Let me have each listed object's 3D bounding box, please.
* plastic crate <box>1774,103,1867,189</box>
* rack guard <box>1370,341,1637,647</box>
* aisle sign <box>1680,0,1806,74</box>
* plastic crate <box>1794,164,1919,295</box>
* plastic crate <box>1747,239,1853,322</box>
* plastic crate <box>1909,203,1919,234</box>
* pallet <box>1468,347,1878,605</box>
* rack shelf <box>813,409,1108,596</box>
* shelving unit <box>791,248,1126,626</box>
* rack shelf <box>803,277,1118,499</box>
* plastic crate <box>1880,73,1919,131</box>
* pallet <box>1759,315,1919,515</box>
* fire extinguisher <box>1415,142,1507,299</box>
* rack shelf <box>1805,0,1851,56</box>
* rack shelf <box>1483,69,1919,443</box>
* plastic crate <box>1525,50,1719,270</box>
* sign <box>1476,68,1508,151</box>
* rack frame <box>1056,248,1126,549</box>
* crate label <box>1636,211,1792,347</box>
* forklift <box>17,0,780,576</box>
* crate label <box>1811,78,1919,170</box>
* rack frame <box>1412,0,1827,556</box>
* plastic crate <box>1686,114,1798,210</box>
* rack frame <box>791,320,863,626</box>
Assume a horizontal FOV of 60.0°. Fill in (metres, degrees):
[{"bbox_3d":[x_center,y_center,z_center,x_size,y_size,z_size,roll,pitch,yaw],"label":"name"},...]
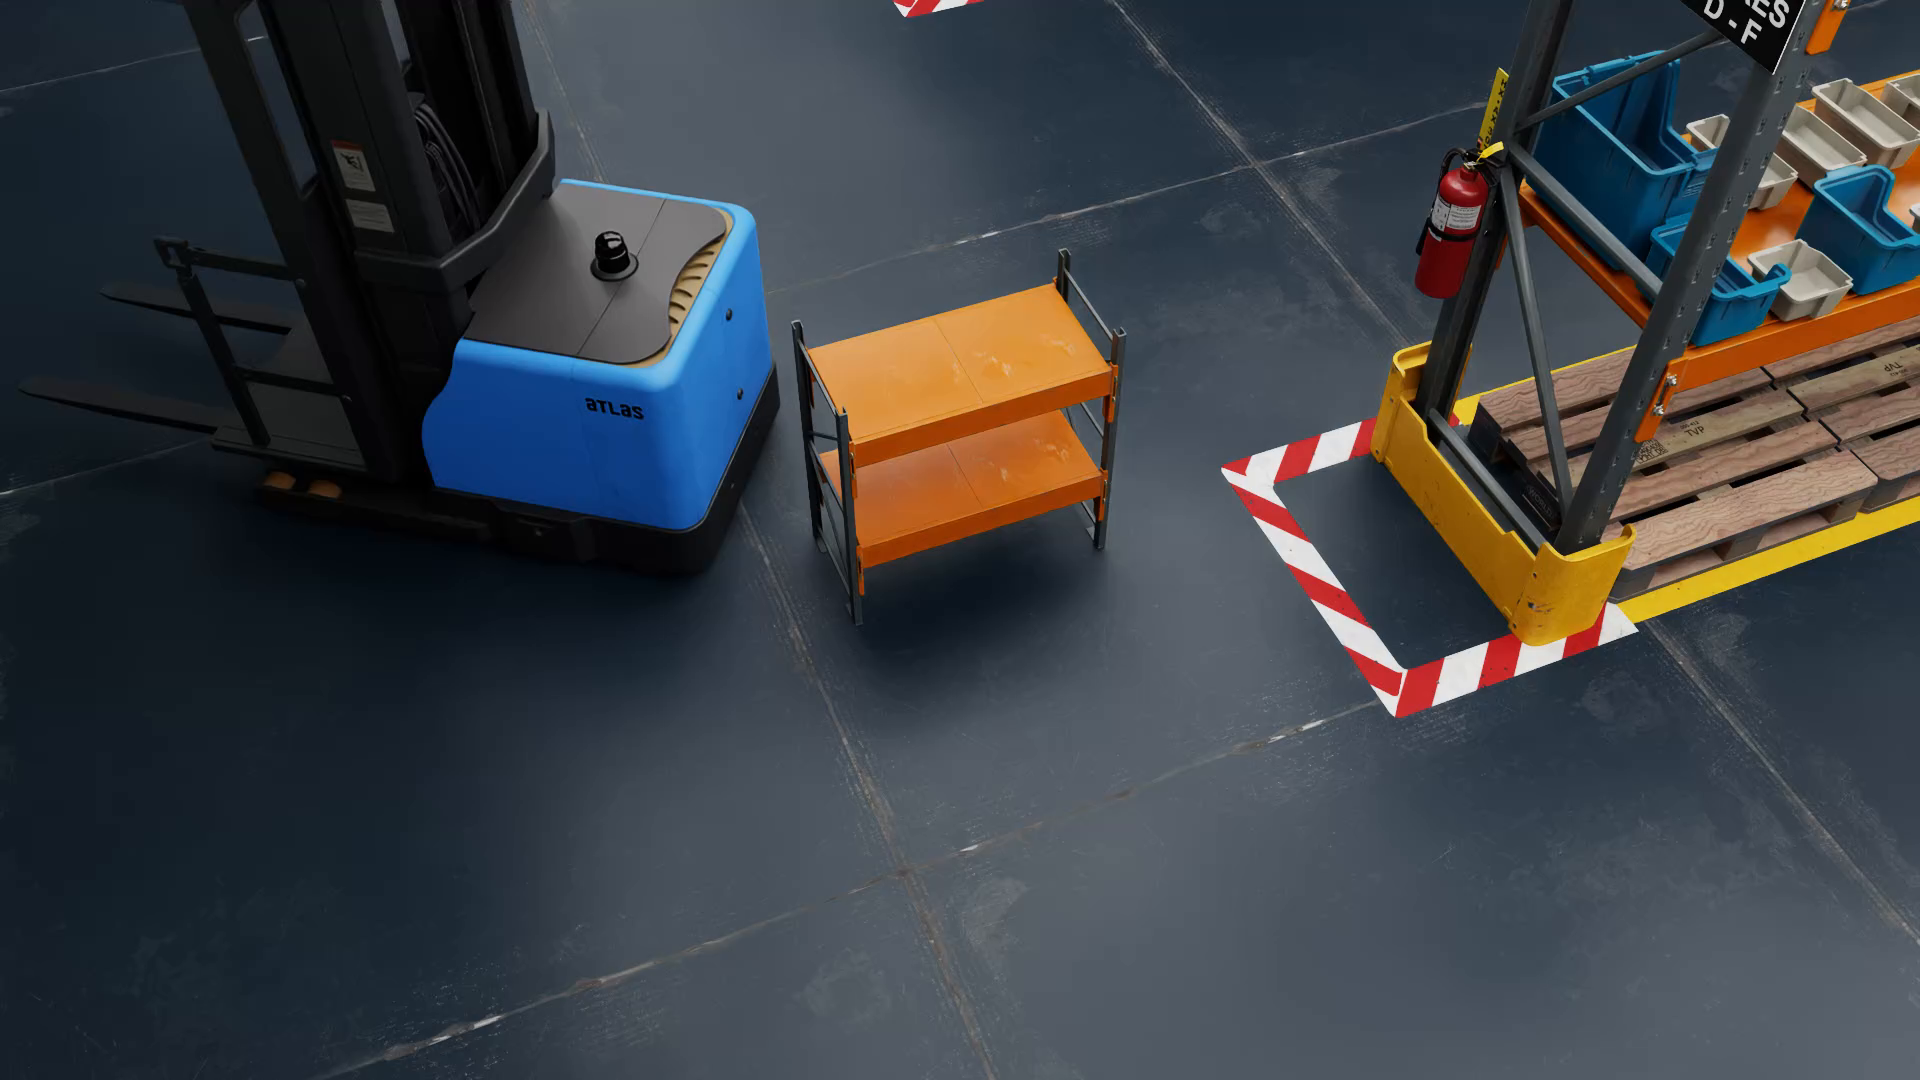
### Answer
[{"bbox_3d":[3.042,-1.405,5.955,0.243,0.136,0.396,-17,52,-14],"label":"plastic crate"},{"bbox_3d":[2.064,-0.207,6.439,0.348,0.500,1.175,-17,52,-14],"label":"rack guard"},{"bbox_3d":[2.127,-1.655,4.322,0.004,0.787,0.394,-17,52,-14],"label":"aisle sign"},{"bbox_3d":[3.044,-1.031,5.570,0.300,0.233,0.416,-17,52,-14],"label":"plastic crate"},{"bbox_3d":[2.763,-0.845,5.473,0.298,0.136,0.250,-17,52,-14],"label":"plastic crate"},{"bbox_3d":[3.391,-1.039,5.640,0.298,0.136,0.250,-17,52,-14],"label":"plastic crate"},{"bbox_3d":[2.860,-0.338,6.742,1.213,0.211,1.003,-17,52,-14],"label":"pallet"},{"bbox_3d":[-0.006,-0.205,6.348,1.000,0.278,0.538,-17,52,-14],"label":"rack shelf"},{"bbox_3d":[-0.006,-0.365,6.162,1.048,1.125,0.538,-17,52,-14],"label":"shelving unit"},{"bbox_3d":[-0.006,-0.555,5.940,1.000,0.278,0.538,-17,52,-14],"label":"rack shelf"},{"bbox_3d":[3.558,-1.600,6.122,0.250,0.136,0.298,-17,52,-14],"label":"plastic crate"},{"bbox_3d":[3.987,-0.686,7.040,1.213,0.211,1.003,-17,52,-14],"label":"pallet"},{"bbox_3d":[1.770,-1.167,5.912,0.183,0.674,0.296,-17,52,-14],"label":"fire extinguisher"},{"bbox_3d":[3.933,-2.354,5.132,4.000,0.370,1.077,-17,52,-14],"label":"rack shelf"},{"bbox_3d":[3.933,-1.377,6.270,4.000,0.370,1.077,-17,52,-14],"label":"rack shelf"},{"bbox_3d":[2.321,-1.296,5.664,0.499,0.435,0.616,-17,52,-14],"label":"plastic crate"},{"bbox_3d":[1.859,-1.473,5.771,0.005,0.325,0.100,-17,52,-14],"label":"sign"},{"bbox_3d":[0.464,-0.510,6.288,0.032,1.125,0.500,-17,52,-14],"label":"rack frame"},{"bbox_3d":[2.435,-0.842,5.408,0.303,0.233,0.416,-17,52,-14],"label":"crate label"},{"bbox_3d":[-2.328,-1.415,5.874,3.031,2.935,1.130,10,50,9],"label":"forklift"},{"bbox_3d":[3.290,-1.502,6.038,0.243,0.136,0.396,-17,52,-14],"label":"crate label"},{"bbox_3d":[2.082,-1.038,5.505,0.127,3.000,1.000,-17,52,-14],"label":"rack frame"},{"bbox_3d":[2.768,-1.332,5.892,0.243,0.136,0.396,-17,52,-14],"label":"plastic crate"},{"bbox_3d":[-0.477,-0.219,6.037,0.032,1.125,0.500,-17,52,-14],"label":"rack frame"}]
